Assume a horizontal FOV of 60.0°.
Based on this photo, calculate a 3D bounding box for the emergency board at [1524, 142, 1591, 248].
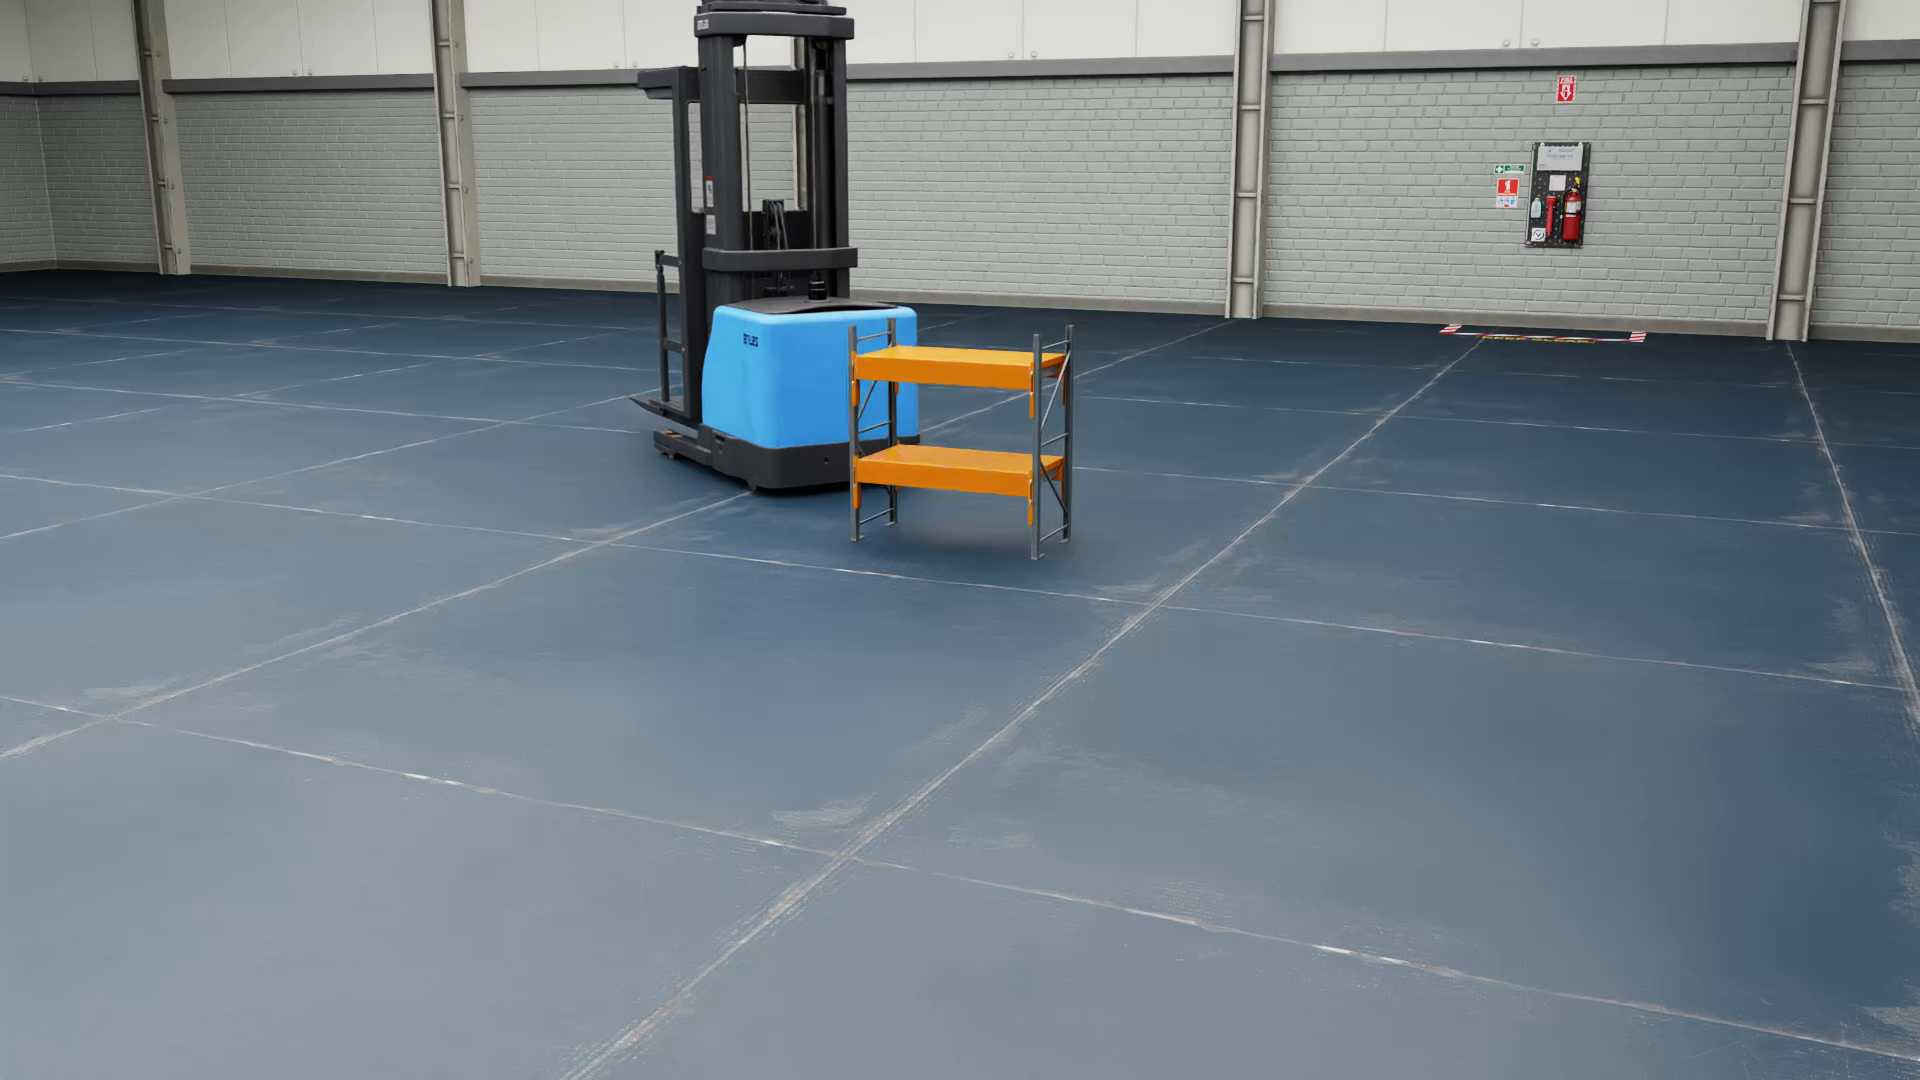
[{"bbox_3d":[6.727,-3.879,18.719,0.643,1.169,0.194,6,14,23],"label":"emergency board"}]

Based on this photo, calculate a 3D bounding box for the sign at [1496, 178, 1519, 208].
[{"bbox_3d":[6.263,-3.969,19.025,0.234,0.329,0.001,6,14,23],"label":"sign"}]

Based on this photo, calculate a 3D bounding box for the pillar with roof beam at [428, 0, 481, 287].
[{"bbox_3d":[-9.230,-7.329,20.291,0.400,9.000,9.100,6,14,23],"label":"pillar with roof beam"}]

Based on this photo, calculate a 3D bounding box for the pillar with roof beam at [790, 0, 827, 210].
[{"bbox_3d":[-3.745,-6.774,17.925,0.400,9.000,9.100,6,14,23],"label":"pillar with roof beam"}]

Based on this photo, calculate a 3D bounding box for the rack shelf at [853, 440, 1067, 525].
[{"bbox_3d":[0.006,-0.309,8.680,1.000,0.278,0.538,6,14,23],"label":"rack shelf"}]

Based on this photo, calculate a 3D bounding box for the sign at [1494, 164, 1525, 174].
[{"bbox_3d":[6.264,-4.225,18.955,0.331,0.109,0.001,6,14,23],"label":"sign"}]

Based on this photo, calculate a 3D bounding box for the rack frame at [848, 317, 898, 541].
[{"bbox_3d":[-0.459,-0.594,8.824,0.032,1.125,0.500,6,14,23],"label":"rack frame"}]

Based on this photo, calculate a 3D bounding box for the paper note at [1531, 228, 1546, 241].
[{"bbox_3d":[6.593,-3.481,18.951,0.142,0.148,0.016,6,14,23],"label":"paper note"}]

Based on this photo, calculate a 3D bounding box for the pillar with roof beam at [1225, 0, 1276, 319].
[{"bbox_3d":[1.741,-6.219,15.559,0.400,9.000,9.100,6,14,23],"label":"pillar with roof beam"}]

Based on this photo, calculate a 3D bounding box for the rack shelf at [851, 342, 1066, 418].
[{"bbox_3d":[0.006,-0.832,8.557,1.000,0.278,0.538,6,14,23],"label":"rack shelf"}]

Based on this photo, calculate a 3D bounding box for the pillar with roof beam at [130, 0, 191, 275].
[{"bbox_3d":[-14.716,-7.884,22.657,0.400,9.000,9.100,6,14,23],"label":"pillar with roof beam"}]

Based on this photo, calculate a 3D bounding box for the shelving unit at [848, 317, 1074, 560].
[{"bbox_3d":[0.006,-0.547,8.624,1.048,1.125,0.538,6,14,23],"label":"shelving unit"}]

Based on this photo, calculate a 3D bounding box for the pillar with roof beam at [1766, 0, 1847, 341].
[{"bbox_3d":[7.227,-5.664,13.193,0.400,9.000,9.100,6,14,23],"label":"pillar with roof beam"}]

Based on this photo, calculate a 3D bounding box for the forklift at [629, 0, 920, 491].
[{"bbox_3d":[-1.409,-2.007,10.894,1.130,2.935,3.031,-7,15,-29],"label":"forklift"}]

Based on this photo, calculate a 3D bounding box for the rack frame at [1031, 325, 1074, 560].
[{"bbox_3d":[0.471,-0.500,8.423,0.032,1.125,0.500,6,14,23],"label":"rack frame"}]

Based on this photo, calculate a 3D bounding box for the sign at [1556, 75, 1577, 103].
[{"bbox_3d":[6.760,-5.029,18.546,0.199,0.298,0.001,6,14,23],"label":"sign"}]
